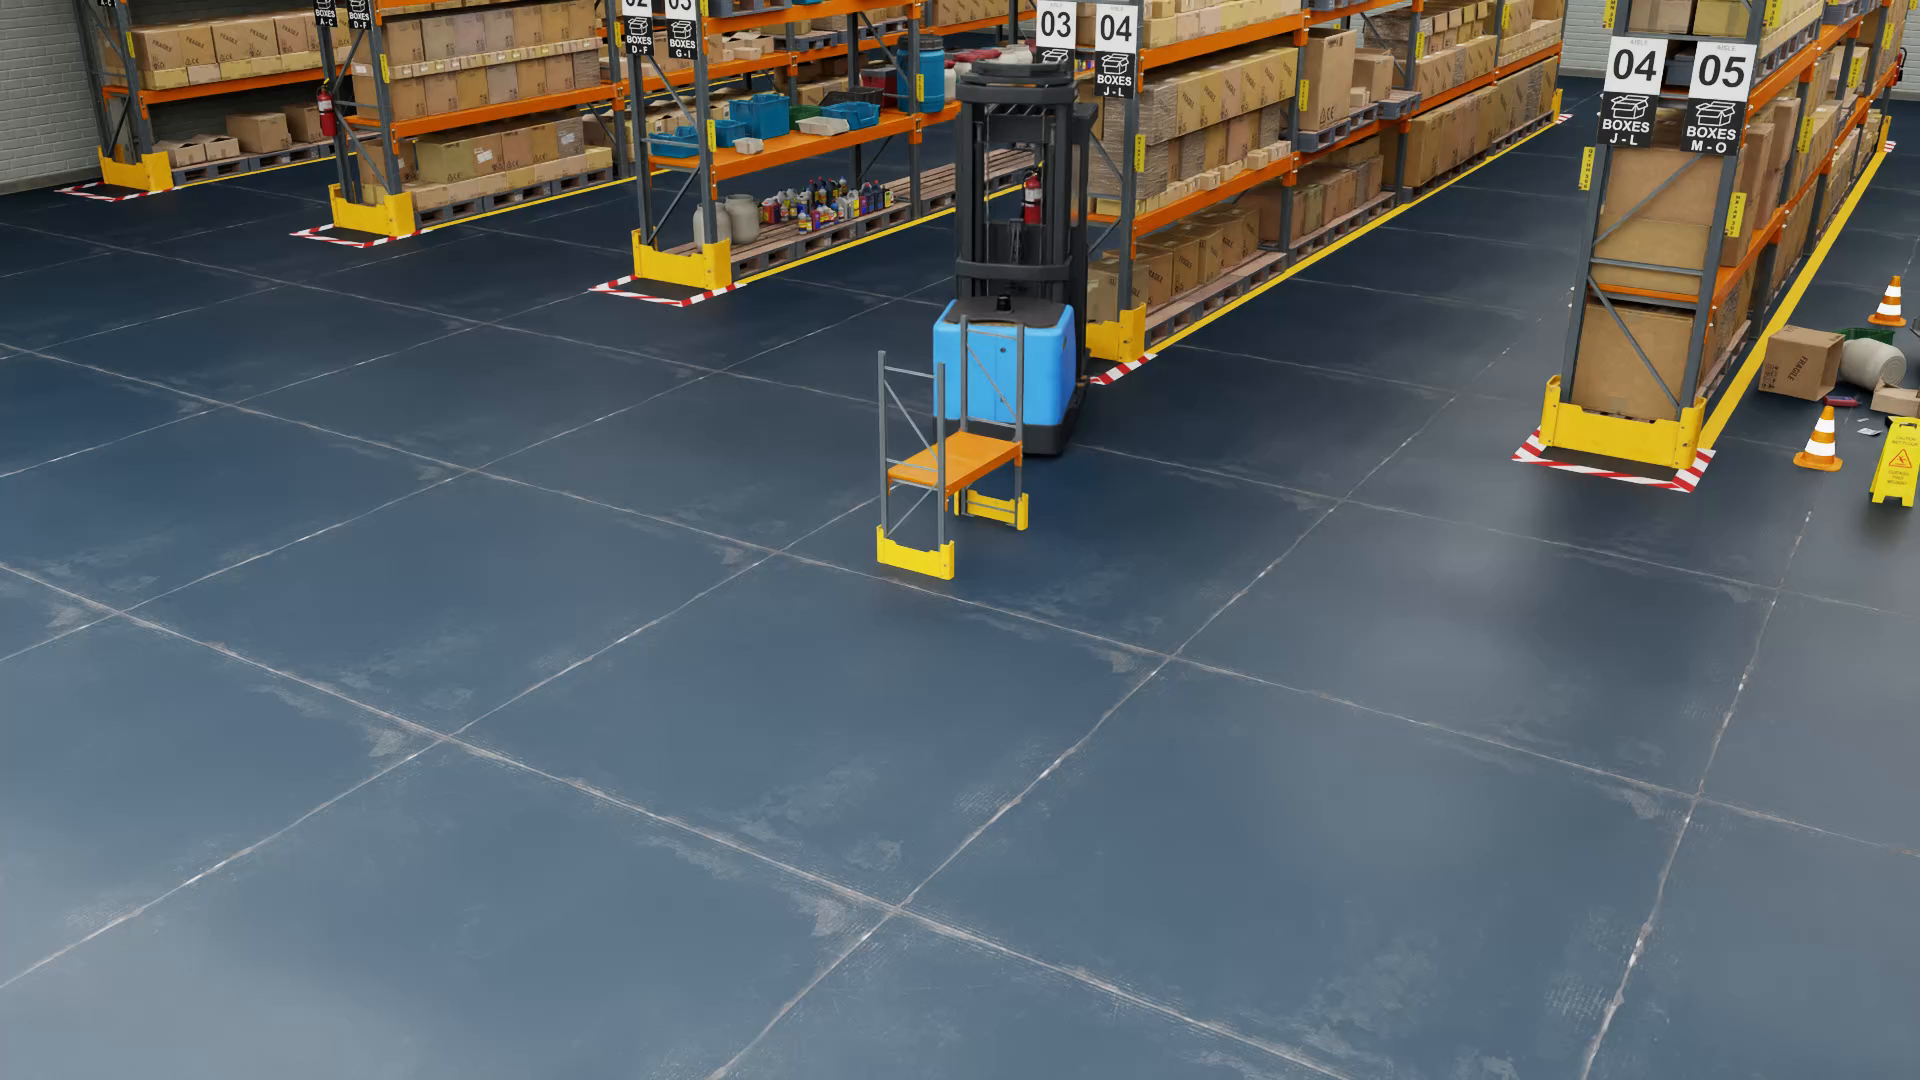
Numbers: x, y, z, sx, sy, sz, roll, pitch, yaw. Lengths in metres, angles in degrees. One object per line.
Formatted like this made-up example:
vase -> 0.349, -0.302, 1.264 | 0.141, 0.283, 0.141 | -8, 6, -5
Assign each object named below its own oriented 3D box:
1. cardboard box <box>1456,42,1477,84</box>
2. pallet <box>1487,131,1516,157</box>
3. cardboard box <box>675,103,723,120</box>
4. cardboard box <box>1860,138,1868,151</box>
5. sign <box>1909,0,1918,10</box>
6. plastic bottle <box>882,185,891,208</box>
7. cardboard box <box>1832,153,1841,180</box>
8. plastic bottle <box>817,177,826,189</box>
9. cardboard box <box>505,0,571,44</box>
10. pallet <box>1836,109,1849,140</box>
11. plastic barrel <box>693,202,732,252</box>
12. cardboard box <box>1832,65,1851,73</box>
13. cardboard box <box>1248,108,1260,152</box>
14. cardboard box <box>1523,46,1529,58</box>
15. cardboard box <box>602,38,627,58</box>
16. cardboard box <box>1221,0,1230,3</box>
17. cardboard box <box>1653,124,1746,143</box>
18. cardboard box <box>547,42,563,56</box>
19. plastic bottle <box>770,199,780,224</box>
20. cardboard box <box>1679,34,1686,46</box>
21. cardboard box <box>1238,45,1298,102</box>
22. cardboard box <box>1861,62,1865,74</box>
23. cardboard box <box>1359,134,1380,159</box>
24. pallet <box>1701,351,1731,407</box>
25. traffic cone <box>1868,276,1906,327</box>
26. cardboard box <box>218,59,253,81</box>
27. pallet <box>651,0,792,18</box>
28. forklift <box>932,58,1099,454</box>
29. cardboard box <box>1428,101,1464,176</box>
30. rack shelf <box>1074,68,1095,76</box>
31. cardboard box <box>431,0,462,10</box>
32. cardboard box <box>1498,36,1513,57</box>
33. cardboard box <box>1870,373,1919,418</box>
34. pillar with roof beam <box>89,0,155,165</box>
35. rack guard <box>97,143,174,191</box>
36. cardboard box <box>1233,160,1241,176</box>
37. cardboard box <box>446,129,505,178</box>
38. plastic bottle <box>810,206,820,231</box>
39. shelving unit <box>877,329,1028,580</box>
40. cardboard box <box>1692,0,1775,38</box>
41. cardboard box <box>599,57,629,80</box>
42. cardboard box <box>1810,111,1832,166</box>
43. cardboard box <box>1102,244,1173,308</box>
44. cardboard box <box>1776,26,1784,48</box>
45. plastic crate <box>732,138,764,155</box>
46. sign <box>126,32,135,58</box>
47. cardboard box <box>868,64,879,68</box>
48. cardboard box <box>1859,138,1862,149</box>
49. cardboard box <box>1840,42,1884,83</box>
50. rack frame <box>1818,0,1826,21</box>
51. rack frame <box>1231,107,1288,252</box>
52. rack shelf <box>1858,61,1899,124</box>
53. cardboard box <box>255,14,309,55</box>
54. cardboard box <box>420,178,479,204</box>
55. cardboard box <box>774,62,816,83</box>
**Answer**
cardboard box -> 6.923, -6.719, 23.369 | 0.500, 0.500, 0.500 | 14, 27, 28
pallet -> 7.941, -6.192, 25.787 | 1.003, 0.211, 1.213 | 14, 27, 29
cardboard box -> -3.921, -6.403, 24.992 | 0.500, 0.311, 0.500 | 15, 27, 30
cardboard box -> 12.749, -5.678, 23.777 | 0.380, 0.149, 0.250 | 14, 27, 29
sign -> 14.205, -8.061, 24.740 | 0.100, 0.325, 0.005 | 14, 27, 29
plastic bottle -> -0.927, -4.293, 20.756 | 0.061, 0.283, 0.133 | 15, 28, 32
cardboard box -> 10.361, -4.551, 20.160 | 0.500, 0.250, 0.500 | 13, 27, 28
plastic bottle -> -1.732, -4.370, 20.849 | 0.144, 0.351, 0.185 | 15, 27, 30
cardboard box -> -5.654, -6.928, 22.218 | 0.700, 0.500, 0.500 | 14, 27, 29
pallet -> 9.810, -4.983, 19.725 | 1.213, 0.211, 1.003 | 14, 27, 29
plastic barrel -> -2.782, -3.508, 18.681 | 0.421, 0.512, 0.421 | 0, 23, 0
cardboard box -> 10.487, -5.628, 20.013 | 0.380, 0.149, 0.250 | 15, 28, 31
cardboard box -> 2.670, -4.413, 17.669 | 0.875, 0.500, 0.500 | 14, 27, 29
cardboard box -> 8.596, -7.584, 25.809 | 0.380, 0.149, 0.250 | 14, 27, 30
cardboard box -> -6.294, -8.717, 30.287 | 0.750, 0.750, 0.750 | 14, 27, 29
cardboard box -> 2.420, -5.333, 16.205 | 0.380, 0.149, 0.250 | 13, 26, 27
cardboard box -> 5.745, -2.994, 13.343 | 0.875, 0.550, 0.550 | 14, 27, 29
cardboard box -> -5.527, -6.555, 22.173 | 0.380, 0.149, 0.250 | 14, 27, 29
plastic bottle -> -2.221, -3.943, 19.949 | 0.061, 0.283, 0.133 | 14, 27, 29
cardboard box -> 5.460, -3.962, 13.014 | 0.380, 0.149, 0.250 | 14, 27, 30
cardboard box -> 3.250, -4.963, 17.680 | 0.500, 0.500, 0.500 | 14, 27, 29
cardboard box -> 11.454, -6.107, 21.494 | 0.380, 0.149, 0.250 | 14, 27, 29
cardboard box -> 5.036, -5.048, 21.283 | 0.500, 0.250, 0.500 | 15, 28, 31
pallet -> 6.304, -1.524, 15.006 | 1.003, 0.211, 1.213 | 14, 27, 29
traffic cone -> 9.405, -2.430, 16.780 | 0.336, 0.463, 0.334 | 14, 27, 29
cardboard box -> -10.418, -6.683, 23.575 | 0.500, 0.250, 0.500 | 13, 27, 28
pallet -> -2.544, -5.768, 17.760 | 1.003, 0.211, 1.213 | 14, 27, 29
forklift -> 0.548, -2.576, 14.012 | 1.130, 2.935, 3.031 | 4, 24, 10
cardboard box -> 6.222, -5.627, 23.118 | 1.225, 0.875, 0.875 | 14, 27, 29
rack shelf -> 2.211, -7.264, 25.660 | 1.077, 0.370, 4.000 | 14, 27, 29
cardboard box -> -8.451, -8.474, 26.868 | 0.700, 0.500, 0.500 | 18, 29, 36
cardboard box -> 7.944, -7.403, 24.889 | 0.500, 0.250, 0.500 | 13, 27, 28
cardboard box -> 8.072, -1.237, 14.273 | 0.396, 0.266, 0.258 | 20, 30, 38
pillar with roof beam -> -8.189, -8.564, 20.205 | 9.100, 9.000, 0.400 | 14, 27, 29
rack guard -> -11.440, -5.174, 23.072 | 1.175, 0.500, 0.348 | 14, 27, 29
cardboard box -> 2.689, -3.870, 17.231 | 0.380, 0.149, 0.250 | 14, 27, 29
cardboard box -> -6.283, -5.008, 21.532 | 0.500, 0.500, 0.500 | 14, 27, 29
plastic bottle -> -1.708, -3.794, 19.603 | 0.061, 0.283, 0.133 | 14, 27, 30
shelving unit -> -0.040, -0.663, 11.393 | 0.587, 1.500, 1.083 | 14, 27, 29
cardboard box -> 5.777, -3.900, 12.366 | 0.500, 0.250, 0.500 | 14, 27, 29
cardboard box -> -4.938, -6.715, 23.674 | 0.500, 0.250, 0.500 | 16, 28, 32
cardboard box -> 8.987, -4.309, 17.801 | 0.500, 0.500, 0.500 | 13, 27, 28
cardboard box -> 1.774, -2.643, 16.697 | 0.500, 0.500, 0.500 | -20, 31, -39
cardboard box -> 6.157, -3.912, 12.898 | 0.380, 0.149, 0.250 | 14, 27, 29
plastic crate -> -2.318, -4.333, 18.315 | 0.298, 0.136, 0.250 | 14, 27, 29
sign -> -11.019, -6.579, 22.082 | 0.100, 0.325, 0.005 | 14, 27, 29
cardboard box -> -1.674, -8.069, 29.206 | 0.500, 0.500, 0.500 | 14, 27, 30
cardboard box -> 12.188, -5.469, 22.918 | 0.380, 0.149, 0.250 | 15, 28, 31
cardboard box -> 12.110, -6.455, 22.384 | 0.500, 0.500, 0.500 | 13, 27, 28
rack frame -> 7.414, -6.211, 14.770 | 1.000, 3.000, 0.127 | 14, 27, 29
rack frame -> 3.257, -4.531, 18.440 | 0.949, 2.616, 0.053 | 14, 27, 29
rack shelf -> 12.689, -6.503, 23.901 | 1.077, 0.370, 4.000 | 14, 27, 29
cardboard box -> -9.890, -7.368, 24.214 | 0.500, 0.500, 0.500 | 13, 27, 27
cardboard box -> -6.538, -4.493, 21.286 | 0.500, 0.250, 0.500 | 14, 27, 29
cardboard box -> -2.730, -7.742, 27.507 | 0.500, 0.250, 0.500 | 15, 28, 31
